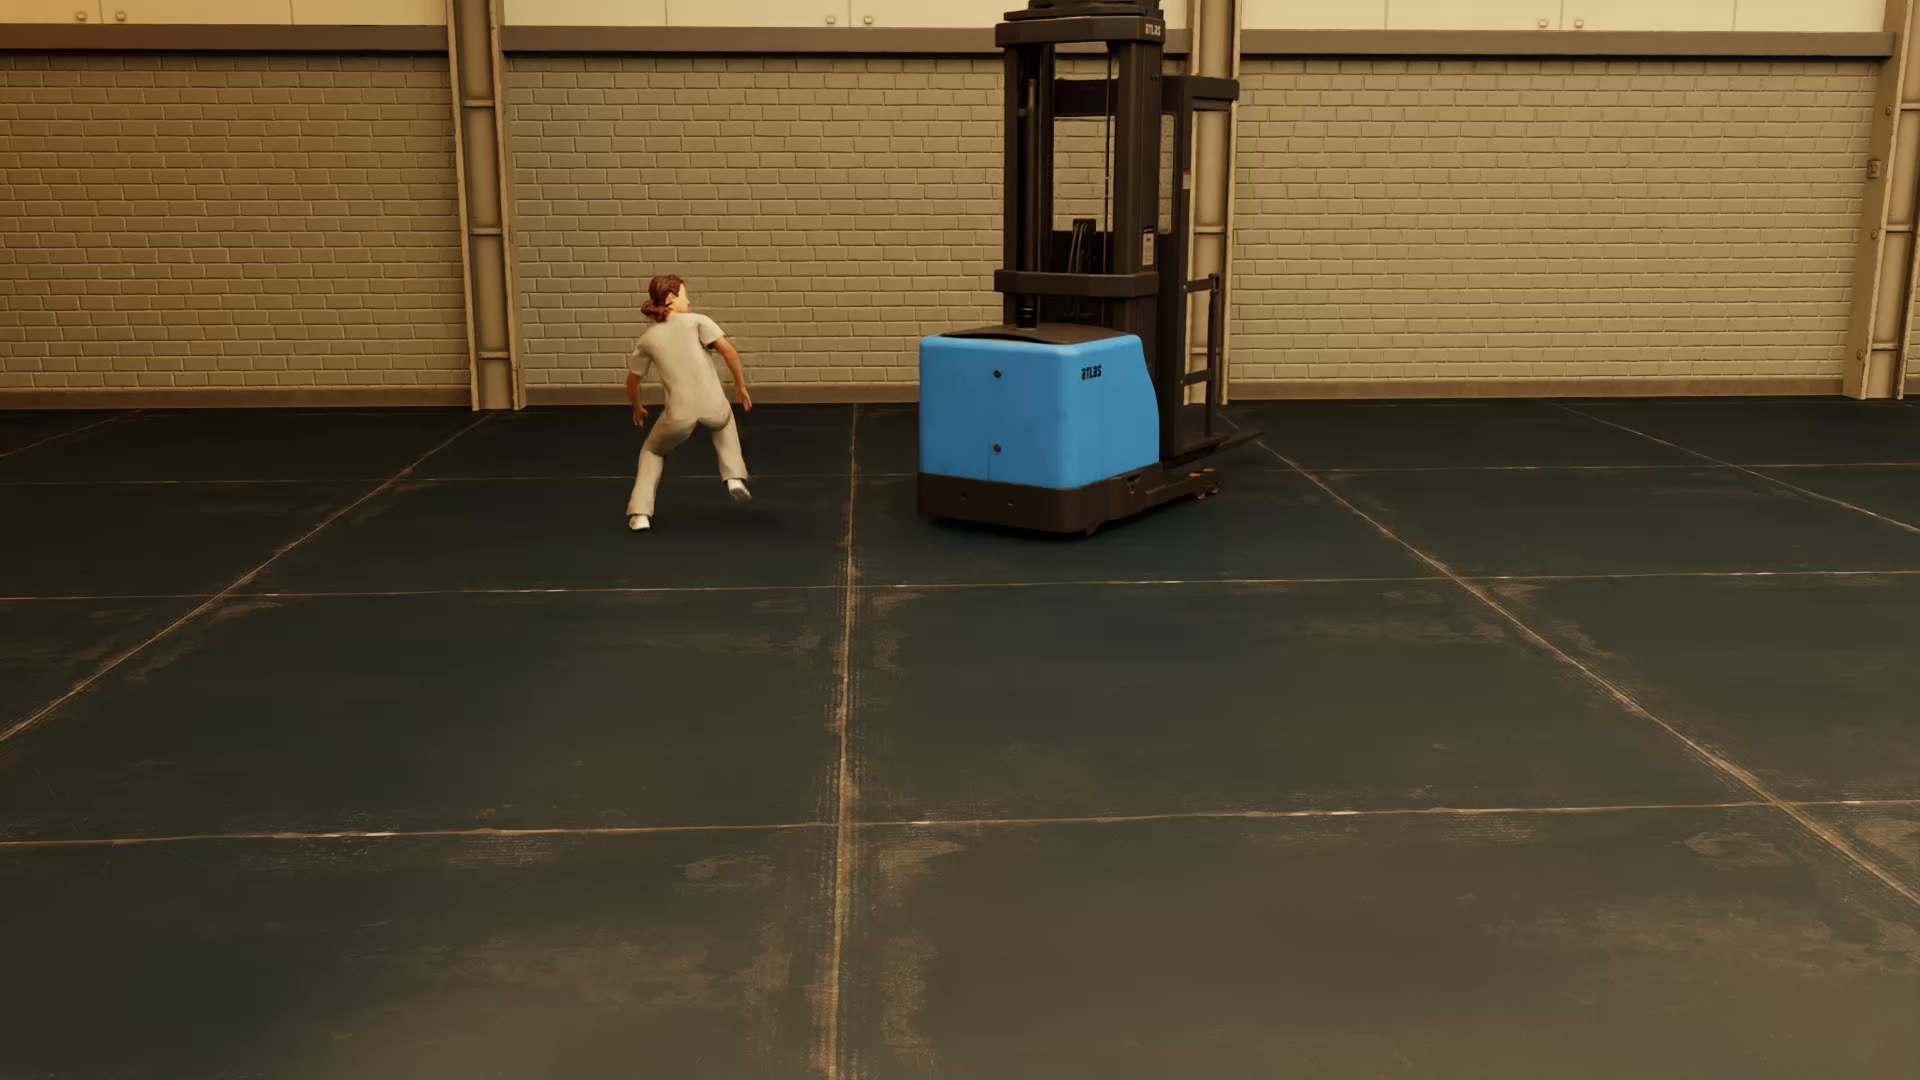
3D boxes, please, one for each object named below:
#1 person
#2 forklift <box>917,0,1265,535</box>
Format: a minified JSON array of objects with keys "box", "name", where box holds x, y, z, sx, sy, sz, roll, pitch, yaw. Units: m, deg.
[{"box":[-1.544,-0.769,9.385,0.718,1.443,0.597,-2,13,-8],"name":"person"},{"box":[0.986,-1.729,10.109,1.130,2.935,3.031,8,15,33],"name":"forklift"}]
